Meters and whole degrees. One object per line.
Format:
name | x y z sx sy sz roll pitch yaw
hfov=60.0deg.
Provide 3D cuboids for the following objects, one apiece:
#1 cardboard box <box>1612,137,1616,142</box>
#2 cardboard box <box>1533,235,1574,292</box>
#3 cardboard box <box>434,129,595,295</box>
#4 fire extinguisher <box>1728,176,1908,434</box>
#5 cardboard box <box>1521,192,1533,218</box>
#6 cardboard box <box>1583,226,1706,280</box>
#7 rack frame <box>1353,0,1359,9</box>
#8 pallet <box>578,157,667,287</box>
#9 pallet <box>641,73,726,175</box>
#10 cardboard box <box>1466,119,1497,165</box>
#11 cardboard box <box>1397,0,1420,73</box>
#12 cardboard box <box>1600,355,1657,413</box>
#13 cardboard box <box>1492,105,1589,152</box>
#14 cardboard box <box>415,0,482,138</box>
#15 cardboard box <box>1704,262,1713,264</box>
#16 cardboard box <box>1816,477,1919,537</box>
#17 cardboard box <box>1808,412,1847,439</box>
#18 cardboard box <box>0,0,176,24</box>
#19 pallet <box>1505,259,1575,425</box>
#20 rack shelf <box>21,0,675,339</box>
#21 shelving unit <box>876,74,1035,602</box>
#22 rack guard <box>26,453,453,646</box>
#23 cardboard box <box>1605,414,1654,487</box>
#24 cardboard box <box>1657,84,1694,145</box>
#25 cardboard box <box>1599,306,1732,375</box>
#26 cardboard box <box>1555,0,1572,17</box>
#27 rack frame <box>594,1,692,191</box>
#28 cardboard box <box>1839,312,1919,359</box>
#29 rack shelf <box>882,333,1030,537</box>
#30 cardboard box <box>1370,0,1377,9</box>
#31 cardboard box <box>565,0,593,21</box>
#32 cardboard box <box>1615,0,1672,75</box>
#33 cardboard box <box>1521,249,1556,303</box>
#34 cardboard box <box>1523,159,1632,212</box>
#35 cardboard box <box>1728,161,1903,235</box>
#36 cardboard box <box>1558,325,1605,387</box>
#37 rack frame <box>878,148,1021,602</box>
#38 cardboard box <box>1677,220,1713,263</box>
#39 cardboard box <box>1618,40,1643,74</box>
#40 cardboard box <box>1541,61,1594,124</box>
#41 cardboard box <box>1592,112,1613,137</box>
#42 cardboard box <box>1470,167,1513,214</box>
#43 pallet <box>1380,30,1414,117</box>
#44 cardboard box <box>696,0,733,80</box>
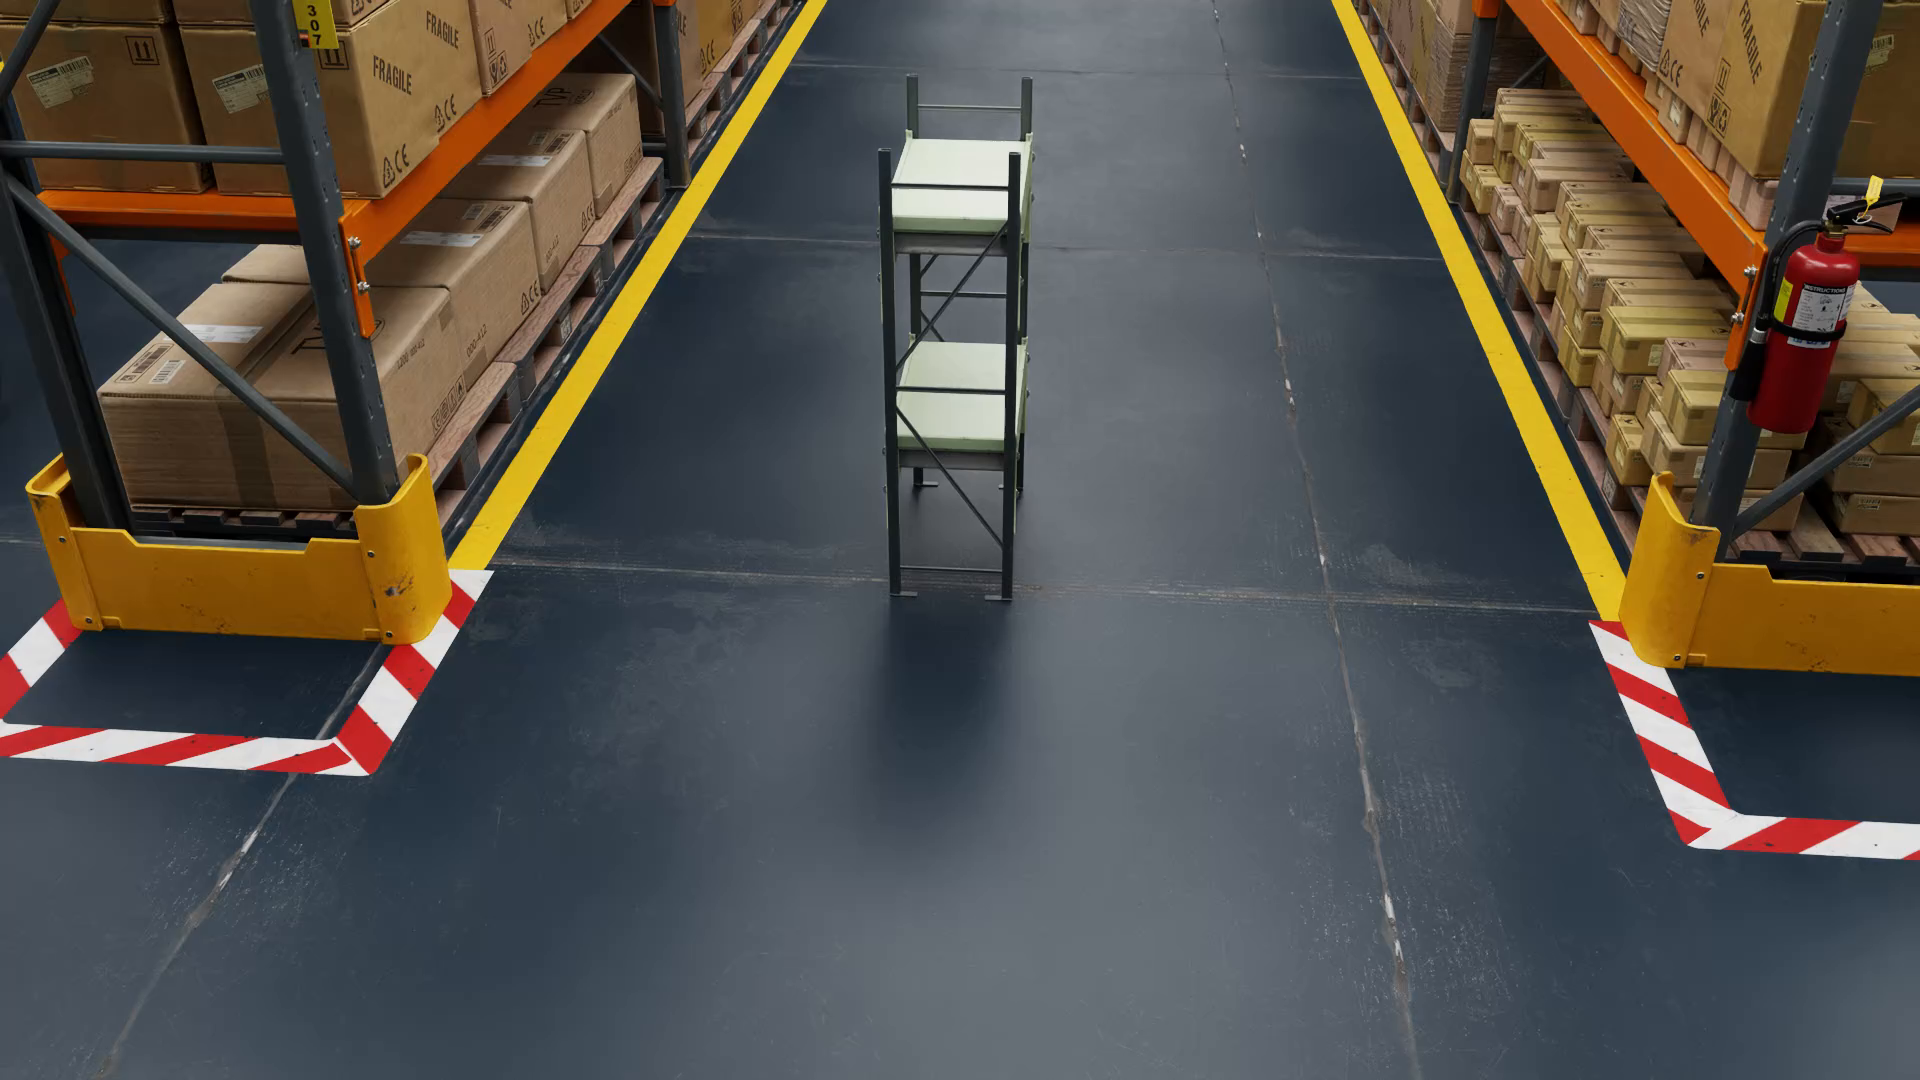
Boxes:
cardboard box | 3.305 -1.917 8.036 0.380 0.149 0.250 3 32 5
cardboard box | 2.551 -1.114 6.732 0.380 0.149 0.250 3 32 4
cardboard box | -2.158 -1.459 7.300 0.875 0.438 0.875 2 32 3
fire extinguisher | 2.208 -0.609 4.308 0.296 0.674 0.183 2 32 4
cardboard box | 2.726 -1.514 7.380 0.380 0.149 0.250 1 32 1
cardboard box | 2.634 -1.097 6.421 0.380 0.149 0.250 1 32 2
rack frame | 3.340 -5.095 11.159 1.000 3.000 0.127 2 32 4
pallet | -2.068 -1.581 8.114 1.003 0.211 1.213 2 32 4
pallet | -1.940 -2.382 9.414 1.003 0.211 1.213 2 32 4
cardboard box | 2.666 -1.920 8.040 0.380 0.149 0.250 4 32 6
cardboard box | 2.911 -3.053 9.826 0.500 0.500 0.500 2 32 3
cardboard box | 2.487 -0.564 5.840 0.380 0.149 0.250 1 32 2
cardboard box | 2.698 -1.909 7.739 0.380 0.149 0.250 4 32 6
cardboard box | -1.915 -1.618 5.421 0.500 0.500 0.500 2 32 3
cardboard box | 3.066 -1.096 6.703 0.380 0.149 0.250 4 32 6
cardboard box | 3.050 -0.138 5.431 0.380 0.149 0.250 3 32 5
cardboard box | 3.065 -0.408 5.586 0.380 0.149 0.250 2 32 4
cardboard box | -2.452 -1.801 4.766 0.500 0.500 0.500 3 32 6
pallet | 2.898 -0.824 6.887 1.003 0.211 1.213 2 32 4
rack shelf | -2.091 -1.810 6.514 1.077 0.370 4.000 2 32 4
shelving unit | 0.001 -0.642 5.362 0.431 1.500 0.755 2 32 4
rack guard | -2.255 0.006 5.264 1.175 0.500 0.348 2 32 4
cardboard box | 2.443 -0.300 5.695 0.380 0.149 0.250 3 32 5
cardboard box | 2.494 -1.383 5.374 0.380 0.149 0.250 3 32 5
cardboard box | 2.451 -0.688 5.757 0.380 0.149 0.250 2 32 3
cardboard box | 2.635 -2.212 6.720 0.380 0.149 0.250 3 32 5
rack frame | -1.928 -3.162 8.023 1.000 3.000 0.127 2 32 4
cardboard box | 3.120 -0.666 5.721 0.380 0.149 0.250 2 32 4
rack shelf | 0.001 -0.364 5.533 0.431 0.370 0.720 2 32 4
cardboard box | 3.028 -3.851 11.122 0.500 0.500 0.500 1 32 2
cardboard box | -1.774 -2.419 6.721 0.500 0.500 0.500 2 32 3
cardboard box | 2.547 -1.862 5.534 0.500 0.500 0.500 3 32 4
cardboard box | 2.599 -1.112 7.013 0.380 0.149 0.250 2 32 3
cardboard box | 2.626 -1.508 7.088 0.380 0.149 0.250 3 32 5
cardboard box | 2.433 -0.988 4.733 0.380 0.149 0.250 2 32 4
cardboard box | 2.516 -0.701 6.345 0.380 0.149 0.250 1 32 2
rack frame | -0.029 -0.451 5.052 0.400 1.500 0.023 2 32 4
cardboard box | 3.082 -1.215 6.612 0.380 0.149 0.250 3 32 4
cardboard box | 2.631 -1.797 6.046 0.380 0.149 0.250 3 32 5
cardboard box | 3.339 -2.494 8.919 0.500 0.500 0.500 4 32 6
cardboard box | 3.245 -2.025 7.927 0.380 0.149 0.250 3 32 5
cardboard box | 2.642 -1.653 7.891 0.380 0.149 0.250 3 32 5
pallet | 3.173 -2.864 10.195 1.003 0.211 1.213 2 32 4
cardboard box | -1.891 -3.237 9.768 0.875 0.875 0.875 3 32 5
